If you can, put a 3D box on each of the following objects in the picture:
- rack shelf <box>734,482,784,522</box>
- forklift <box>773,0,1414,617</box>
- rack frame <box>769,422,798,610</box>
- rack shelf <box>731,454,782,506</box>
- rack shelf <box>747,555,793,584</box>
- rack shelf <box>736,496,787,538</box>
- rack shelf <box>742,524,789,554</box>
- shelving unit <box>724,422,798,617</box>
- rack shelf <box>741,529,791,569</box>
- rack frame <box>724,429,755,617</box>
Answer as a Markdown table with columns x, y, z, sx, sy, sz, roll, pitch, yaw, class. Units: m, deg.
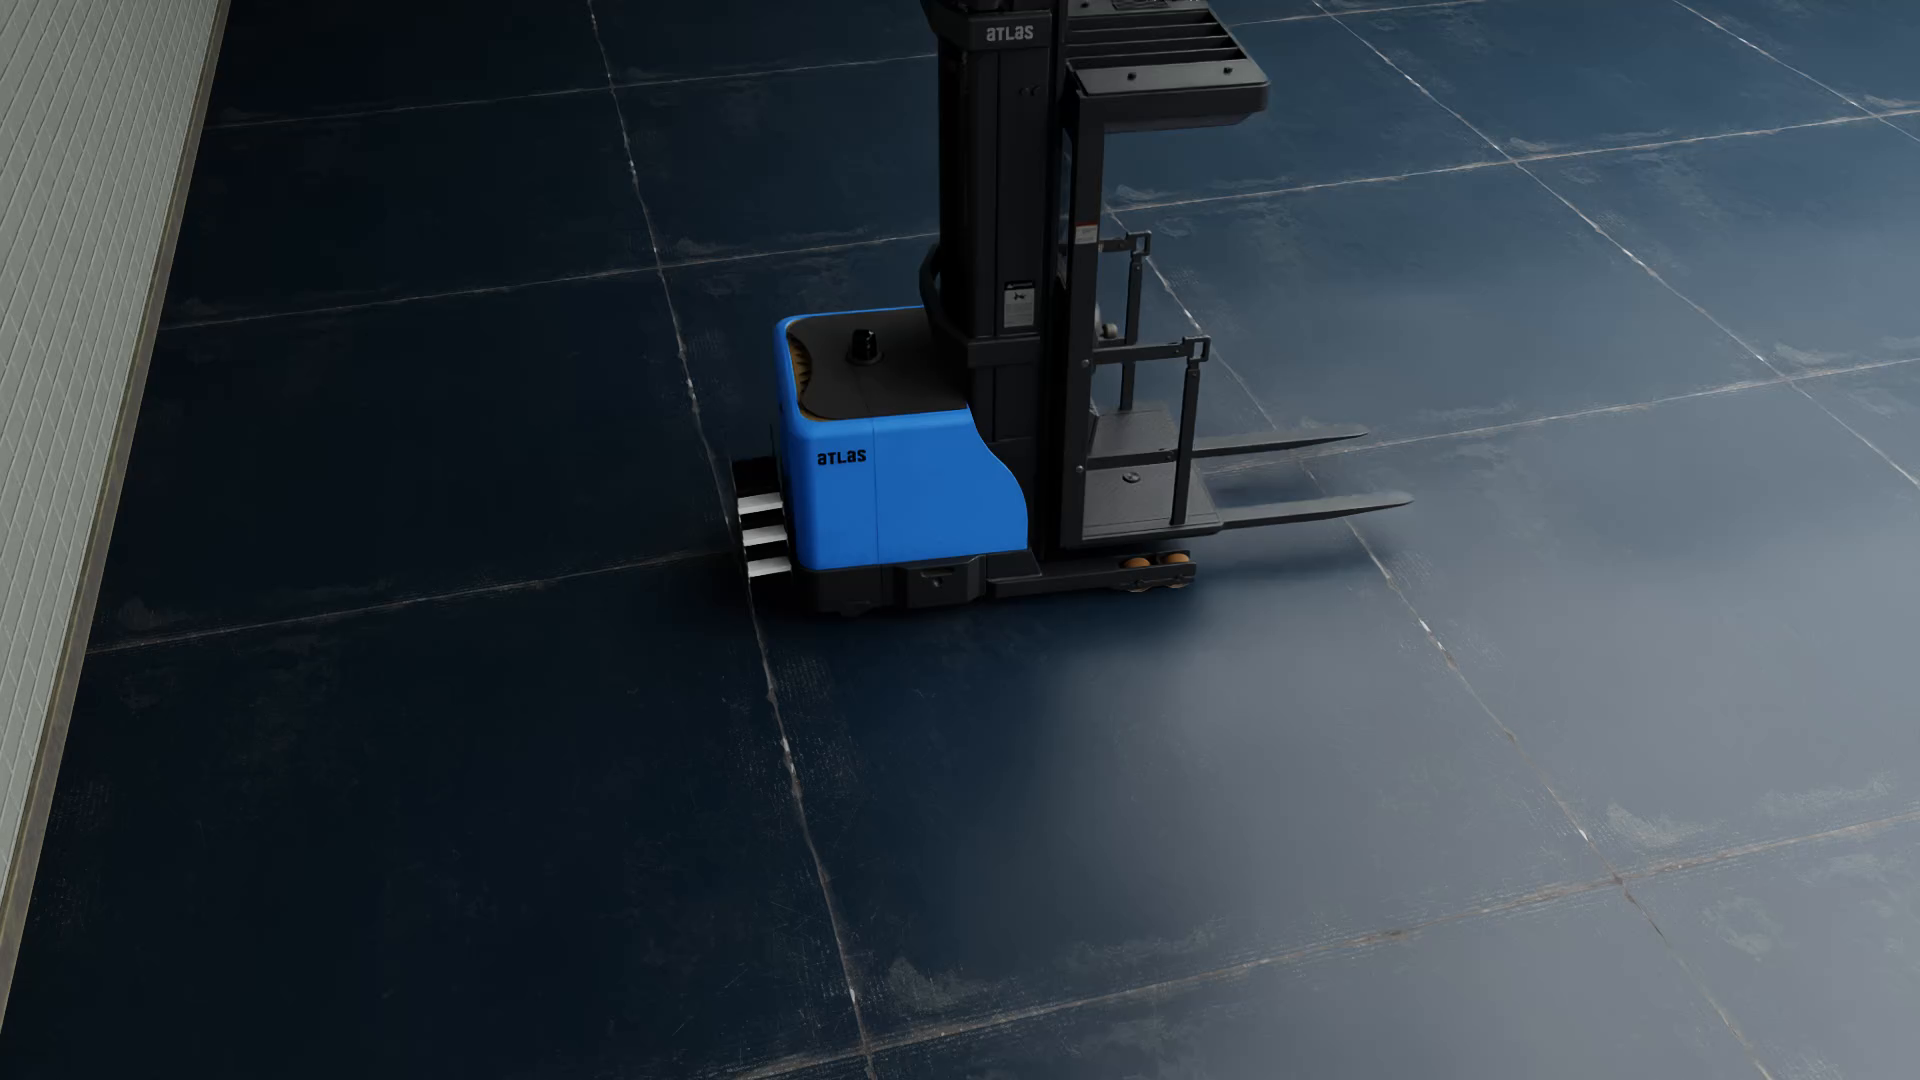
| x | y | z | sx | sy | sz | roll | pitch | yaw | class |
| --- | --- | --- | --- | --- | --- | --- | --- | --- | --- |
| -0.911 | -0.199 | 7.501 | 0.200 | 0.077 | 0.258 | -9 | 38 | -8 | rack shelf |
| 0.671 | -1.227 | 7.421 | 3.031 | 2.935 | 1.130 | -6 | 38 | -8 | forklift |
| -0.805 | -0.100 | 7.606 | 0.006 | 0.900 | 0.240 | -9 | 38 | -8 | rack frame |
| -0.914 | -0.270 | 7.446 | 0.200 | 0.077 | 0.258 | -9 | 38 | -8 | rack shelf |
| -0.896 | 0.084 | 7.722 | 0.200 | 0.077 | 0.258 | -9 | 38 | -8 | rack shelf |
| -0.907 | -0.128 | 7.557 | 0.200 | 0.077 | 0.258 | -9 | 38 | -8 | rack shelf |
| -0.903 | -0.057 | 7.612 | 0.200 | 0.077 | 0.258 | -9 | 38 | -8 | rack shelf |
| -0.905 | -0.084 | 7.591 | 0.210 | 0.900 | 0.258 | -9 | 38 | -8 | shelving unit |
| -0.900 | 0.013 | 7.667 | 0.200 | 0.077 | 0.258 | -9 | 38 | -8 | rack shelf |
| -1.004 | -0.068 | 7.577 | 0.006 | 0.900 | 0.240 | -9 | 38 | -8 | rack frame |
